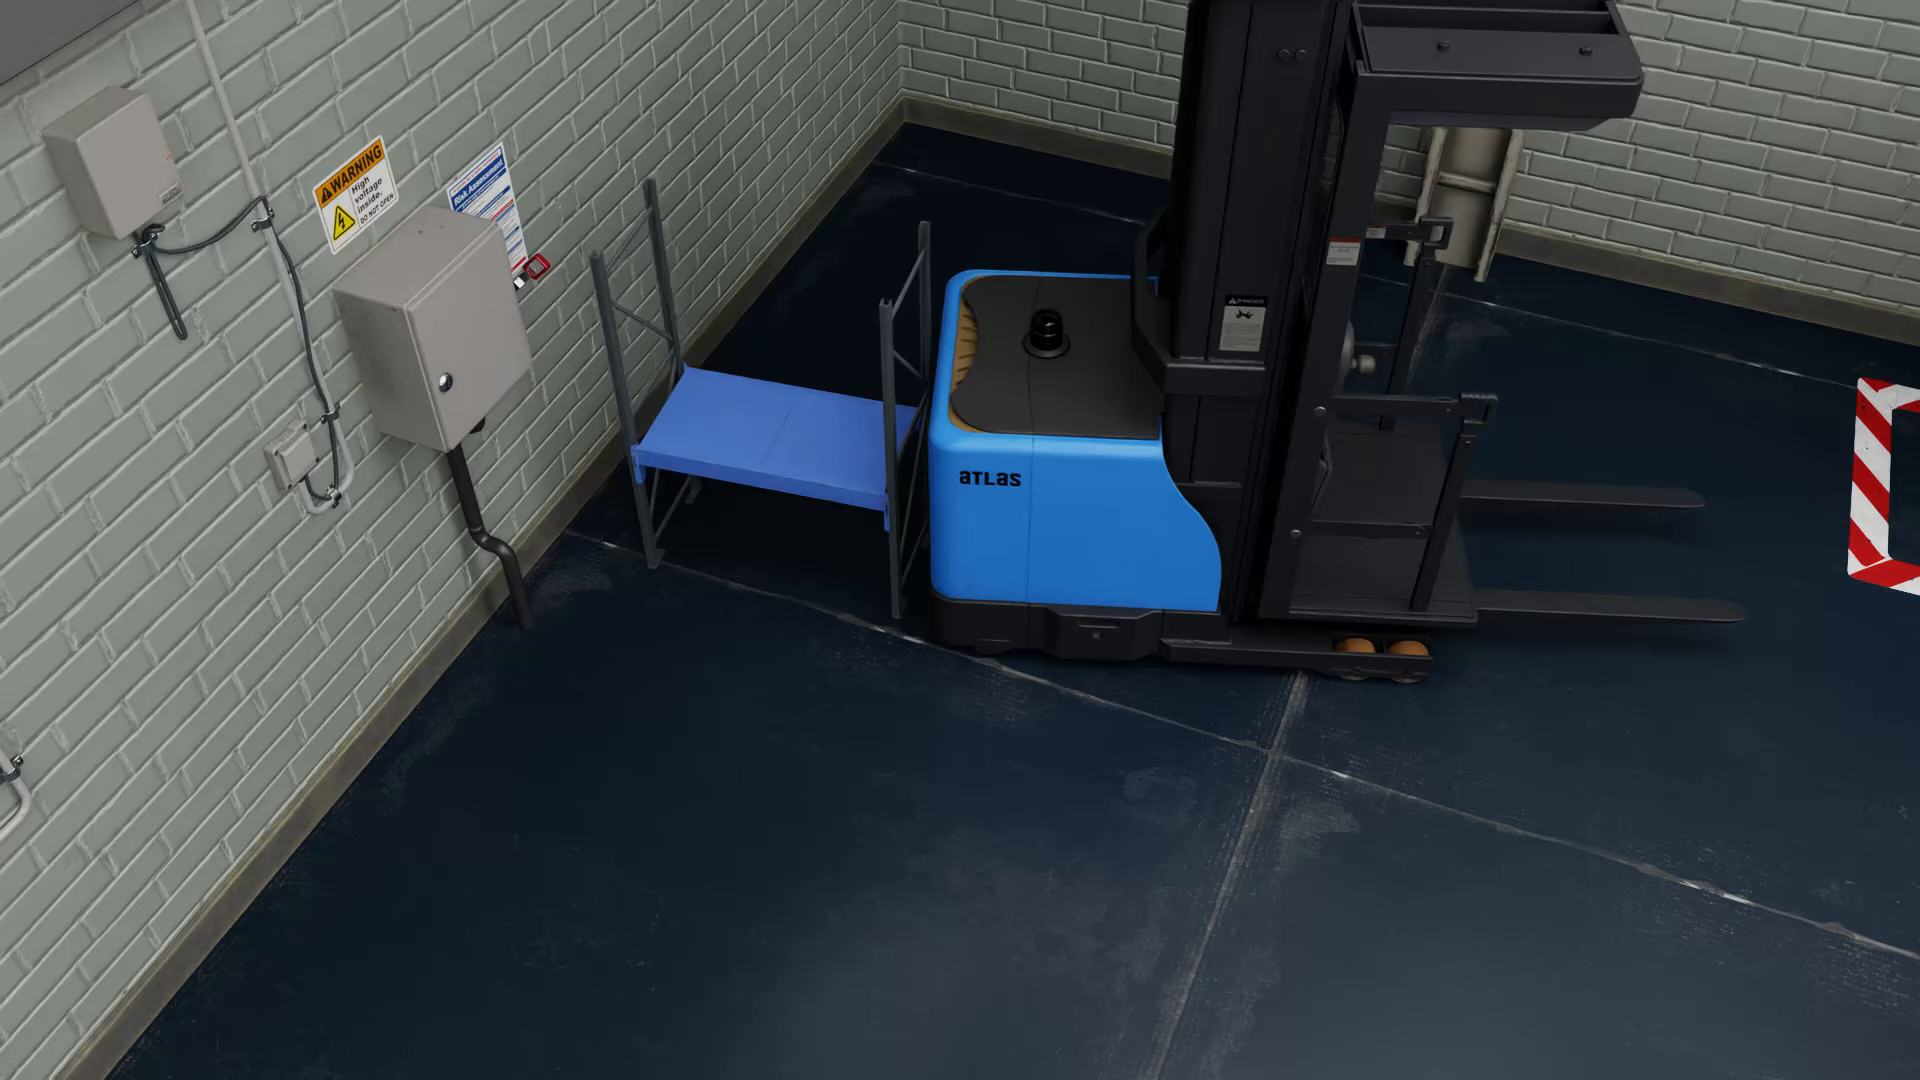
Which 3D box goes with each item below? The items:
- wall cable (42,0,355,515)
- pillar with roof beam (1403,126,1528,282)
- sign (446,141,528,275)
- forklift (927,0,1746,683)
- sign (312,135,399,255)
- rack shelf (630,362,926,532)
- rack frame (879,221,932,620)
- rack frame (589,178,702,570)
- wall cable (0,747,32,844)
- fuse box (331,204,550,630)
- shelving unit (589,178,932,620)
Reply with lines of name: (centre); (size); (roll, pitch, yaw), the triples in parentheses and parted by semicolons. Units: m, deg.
wall cable: (-2.046, -0.706, 4.613); (0.122, 1.984, 0.588); (16, 47, 16)
pillar with roof beam: (0.740, -1.779, 2.158); (0.400, 9.000, 9.100); (16, 47, 16)
sign: (-1.639, -1.091, 5.788); (0.001, 0.494, 0.329); (16, 47, 16)
forklift: (1.418, -0.896, 5.573); (3.031, 2.935, 1.130); (3, 45, 3)
sign: (-1.850, -1.060, 5.104); (0.001, 0.242, 0.339); (16, 47, 16)
rack shelf: (-0.674, -0.363, 6.307); (1.000, 0.185, 0.538); (11, 46, 11)
rack frame: (-0.183, -0.396, 6.085); (0.032, 1.500, 0.500); (11, 46, 11)
rack frame: (-1.164, -0.585, 6.275); (0.032, 1.500, 0.500); (11, 46, 11)
wall cable: (-2.581, 0.209, 3.671); (0.123, 1.953, 0.585); (16, 47, 16)
fuse box: (-1.638, -0.291, 5.829); (0.414, 1.711, 0.539); (16, 47, 16)
shelving unit: (-0.674, -0.491, 6.180); (1.048, 1.500, 0.538); (11, 46, 11)
